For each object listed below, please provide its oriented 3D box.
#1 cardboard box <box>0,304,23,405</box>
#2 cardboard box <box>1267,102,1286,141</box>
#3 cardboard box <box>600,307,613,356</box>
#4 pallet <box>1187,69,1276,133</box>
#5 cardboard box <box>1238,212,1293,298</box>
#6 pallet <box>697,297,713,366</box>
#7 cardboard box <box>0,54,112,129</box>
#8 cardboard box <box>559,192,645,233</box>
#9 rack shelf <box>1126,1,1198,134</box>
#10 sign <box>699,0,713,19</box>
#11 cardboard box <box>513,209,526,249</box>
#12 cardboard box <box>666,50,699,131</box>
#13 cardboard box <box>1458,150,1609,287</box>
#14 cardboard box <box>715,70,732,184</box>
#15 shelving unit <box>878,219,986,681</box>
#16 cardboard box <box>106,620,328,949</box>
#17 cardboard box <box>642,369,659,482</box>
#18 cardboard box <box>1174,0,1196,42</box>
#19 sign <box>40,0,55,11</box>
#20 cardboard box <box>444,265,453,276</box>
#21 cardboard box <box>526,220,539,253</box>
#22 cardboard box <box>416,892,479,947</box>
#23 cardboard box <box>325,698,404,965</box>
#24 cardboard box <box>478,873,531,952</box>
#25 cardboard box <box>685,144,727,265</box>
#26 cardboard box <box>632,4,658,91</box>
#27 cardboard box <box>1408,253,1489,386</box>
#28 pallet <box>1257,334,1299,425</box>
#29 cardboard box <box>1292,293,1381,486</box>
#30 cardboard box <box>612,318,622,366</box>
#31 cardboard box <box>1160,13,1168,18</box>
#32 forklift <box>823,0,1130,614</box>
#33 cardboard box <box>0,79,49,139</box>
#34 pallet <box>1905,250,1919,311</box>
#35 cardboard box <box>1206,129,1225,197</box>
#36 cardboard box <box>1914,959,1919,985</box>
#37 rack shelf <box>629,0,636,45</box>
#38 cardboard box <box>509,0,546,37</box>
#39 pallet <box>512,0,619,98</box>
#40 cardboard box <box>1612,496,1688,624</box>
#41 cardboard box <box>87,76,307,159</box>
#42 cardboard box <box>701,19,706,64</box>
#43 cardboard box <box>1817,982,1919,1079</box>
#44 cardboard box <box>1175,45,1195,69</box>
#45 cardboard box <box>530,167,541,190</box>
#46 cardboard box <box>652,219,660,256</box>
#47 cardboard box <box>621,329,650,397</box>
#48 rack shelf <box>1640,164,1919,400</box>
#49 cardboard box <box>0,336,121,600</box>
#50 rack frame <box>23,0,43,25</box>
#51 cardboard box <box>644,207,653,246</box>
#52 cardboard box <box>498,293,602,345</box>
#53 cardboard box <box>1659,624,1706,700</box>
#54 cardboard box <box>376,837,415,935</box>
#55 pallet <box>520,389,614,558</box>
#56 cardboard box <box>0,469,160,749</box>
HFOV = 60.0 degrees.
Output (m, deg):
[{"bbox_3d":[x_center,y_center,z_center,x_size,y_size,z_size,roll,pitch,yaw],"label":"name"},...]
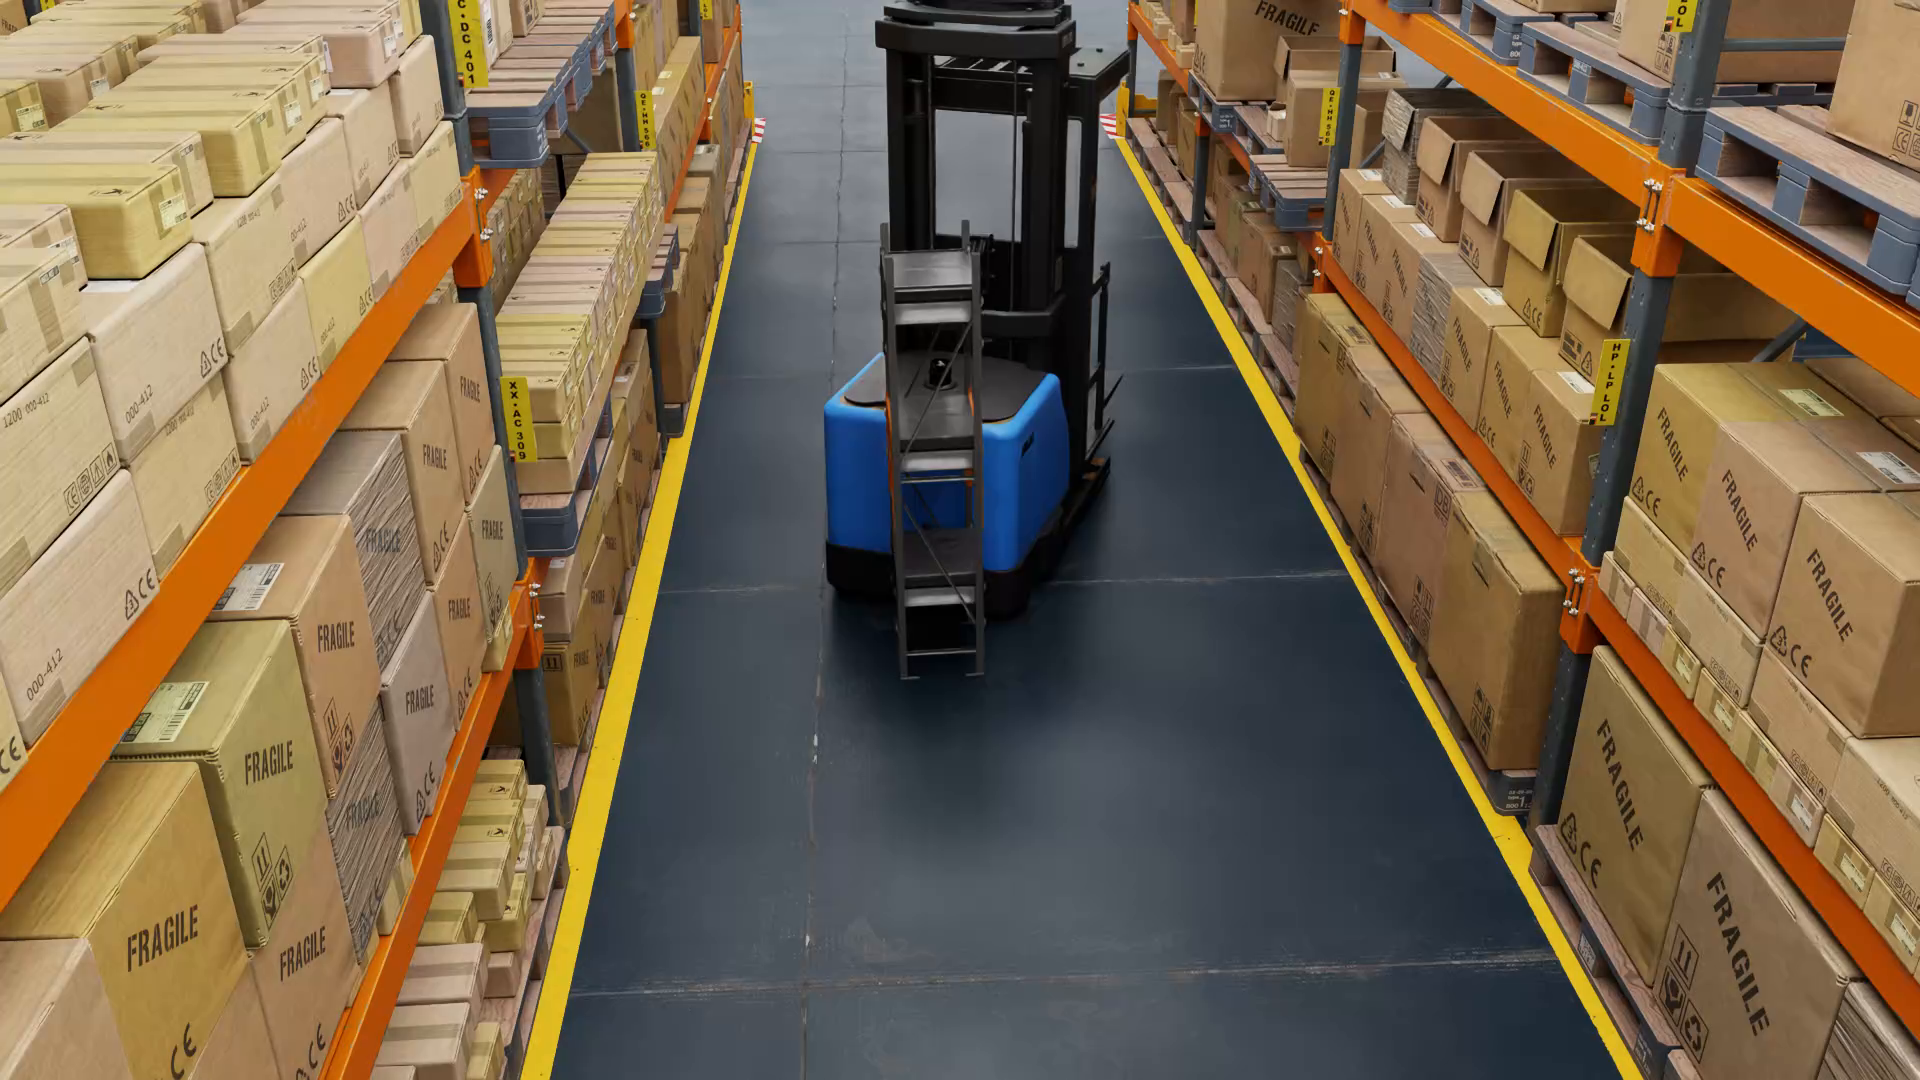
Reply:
[{"bbox_3d":[-1.624,-0.239,2.412,0.380,0.149,0.250,-1,28,-3],"label":"cardboard box"},{"bbox_3d":[2.286,-2.835,11.133,0.396,0.266,0.258,-2,28,-4],"label":"cardboard box"},{"bbox_3d":[-1.728,-0.908,7.242,0.380,0.149,0.250,0,28,-1],"label":"cardboard box"},{"bbox_3d":[2.329,-3.351,12.638,1.003,0.211,1.213,-1,28,-3],"label":"pallet"},{"bbox_3d":[2.480,-2.116,12.290,0.700,0.500,0.500,-4,28,-7],"label":"cardboard box"},{"bbox_3d":[-2.342,-1.563,12.019,1.003,0.211,1.213,-1,28,-3],"label":"pallet"},{"bbox_3d":[-2.281,-1.065,3.995,0.380,0.149,0.250,-2,28,-4],"label":"cardboard box"},{"bbox_3d":[-1.790,-1.635,8.315,0.380,0.149,0.250,-1,28,-1],"label":"cardboard box"},{"bbox_3d":[2.330,-4.397,15.214,1.077,0.370,4.000,-1,28,-3],"label":"rack shelf"},{"bbox_3d":[-1.983,-4.215,12.921,0.100,0.325,0.005,-1,28,-3],"label":"sign"},{"bbox_3d":[-2.457,-1.602,8.574,0.380,0.149,0.250,-2,28,-4],"label":"cardboard box"},{"bbox_3d":[-2.204,-3.295,12.217,0.500,0.500,0.500,-2,28,-3],"label":"cardboard box"},{"bbox_3d":[2.738,-1.485,7.661,0.797,0.503,0.637,-1,28,-1],"label":"cardboard box"},{"bbox_3d":[-2.538,-3.671,14.889,0.875,0.875,0.875,-1,28,-2],"label":"cardboard box"},{"bbox_3d":[-0.121,-0.382,7.705,0.431,2.100,0.503,-3,28,-4],"label":"shelving unit"},{"bbox_3d":[-1.694,0.516,3.506,0.500,0.500,0.500,-2,28,-4],"label":"cardboard box"},{"bbox_3d":[-2.020,-0.652,9.505,0.500,0.500,0.500,-2,28,-3],"label":"cardboard box"},{"bbox_3d":[2.355,-4.638,14.469,0.875,0.500,0.500,-1,28,-3],"label":"cardboard box"},{"bbox_3d":[-6.908,-4.081,12.579,0.100,0.325,0.005,-1,28,-3],"label":"sign"},{"bbox_3d":[-2.390,-1.146,7.377,0.380,0.149,0.250,-3,28,-5],"label":"cardboard box"},{"bbox_3d":[-2.480,-1.611,8.913,0.380,0.149,0.250,0,28,0],"label":"cardboard box"},{"bbox_3d":[-1.819,1.301,5.497,0.380,0.149,0.250,-1,28,-1],"label":"cardboard box"},{"bbox_3d":[-1.744,0.724,4.188,0.500,0.500,0.500,-2,28,-4],"label":"cardboard box"},{"bbox_3d":[-1.715,1.307,5.807,0.380,0.149,0.250,-2,28,-4],"label":"cardboard box"},{"bbox_3d":[-2.402,-2.623,13.014,1.050,0.750,0.750,-2,28,-3],"label":"cardboard box"},{"bbox_3d":[-2.413,-3.273,11.093,0.700,0.500,0.500,-2,28,-3],"label":"cardboard box"},{"bbox_3d":[2.480,-1.053,7.916,0.500,0.500,0.500,-1,28,-2],"label":"cardboard box"},{"bbox_3d":[2.604,-1.069,11.072,1.003,0.211,1.213,-1,28,-3],"label":"pallet"},{"bbox_3d":[2.658,-0.870,9.517,1.225,0.875,0.875,-3,28,-5],"label":"cardboard box"},{"bbox_3d":[-1.741,-0.895,7.540,0.380,0.149,0.250,-2,28,-4],"label":"cardboard box"},{"bbox_3d":[2.074,-4.813,15.507,0.380,0.149,0.250,-1,28,-3],"label":"cardboard box"},{"bbox_3d":[0.259,-1.591,9.130,1.130,2.935,3.031,9,29,16],"label":"forklift"},{"bbox_3d":[-2.313,-0.938,3.752,0.380,0.149,0.250,0,28,0],"label":"cardboard box"},{"bbox_3d":[2.945,-0.448,3.718,1.003,0.211,1.213,-1,28,-3],"label":"pallet"},{"bbox_3d":[2.416,-3.320,14.621,0.500,0.500,0.500,7,28,14],"label":"cardboard box"},{"bbox_3d":[2.644,1.113,4.144,0.380,0.149,0.250,-1,28,-2],"label":"cardboard box"},{"bbox_3d":[-2.420,-3.806,10.839,1.077,0.370,4.000,-1,28,-3],"label":"rack shelf"},{"bbox_3d":[-2.056,-2.303,6.612,0.797,0.503,0.637,-2,28,-3],"label":"cardboard box"},{"bbox_3d":[-2.090,-2.038,6.873,1.213,0.211,1.003,-1,28,-3],"label":"pallet"},{"bbox_3d":[2.615,0.060,5.731,0.500,0.250,0.500,-2,28,-4],"label":"cardboard box"},{"bbox_3d":[-1.724,-0.952,3.778,0.380,0.149,0.250,-2,28,-3],"label":"cardboard box"},{"bbox_3d":[-2.607,-4.209,13.914,0.875,0.550,0.550,-1,28,-3],"label":"cardboard box"},{"bbox_3d":[2.900,1.792,4.415,0.875,0.875,0.875,-1,28,-3],"label":"cardboard box"},{"bbox_3d":[2.048,-4.118,14.174,0.380,0.149,0.250,-1,28,-3],"label":"cardboard box"},{"bbox_3d":[-2.485,-1.990,8.996,0.380,0.149,0.250,-1,28,-3],"label":"cardboard box"},{"bbox_3d":[-1.820,-1.615,8.921,0.380,0.149,0.250,-1,28,-3],"label":"cardboard box"},{"bbox_3d":[-2.018,-0.973,9.309,0.500,0.250,0.500,-2,28,-4],"label":"cardboard box"},{"bbox_3d":[2.956,-0.185,3.895,1.077,0.370,4.000,-1,28,-3],"label":"rack shelf"},{"bbox_3d":[-1.689,-0.112,2.600,0.500,0.250,0.500,-2,28,-3],"label":"cardboard box"},{"bbox_3d":[-7.462,-3.553,12.818,1.000,3.000,0.127,-1,28,-3],"label":"rack frame"},{"bbox_3d":[-1.803,-1.617,8.602,0.380,0.149,0.250,-1,28,-1],"label":"cardboard box"},{"bbox_3d":[-1.710,-0.918,6.942,0.380,0.149,0.250,-2,28,-3],"label":"cardboard box"},{"bbox_3d":[2.563,0.401,5.508,0.380,0.149,0.250,-1,28,-1],"label":"cardboard box"},{"bbox_3d":[-1.705,0.933,4.488,0.380,0.149,0.250,-1,28,-2],"label":"cardboard box"},{"bbox_3d":[-2.001,-0.296,6.781,1.003,0.211,1.213,-1,28,-3],"label":"pallet"},{"bbox_3d":[-1.689,0.102,2.728,0.500,0.250,0.500,-1,28,-1],"label":"cardboard box"}]
